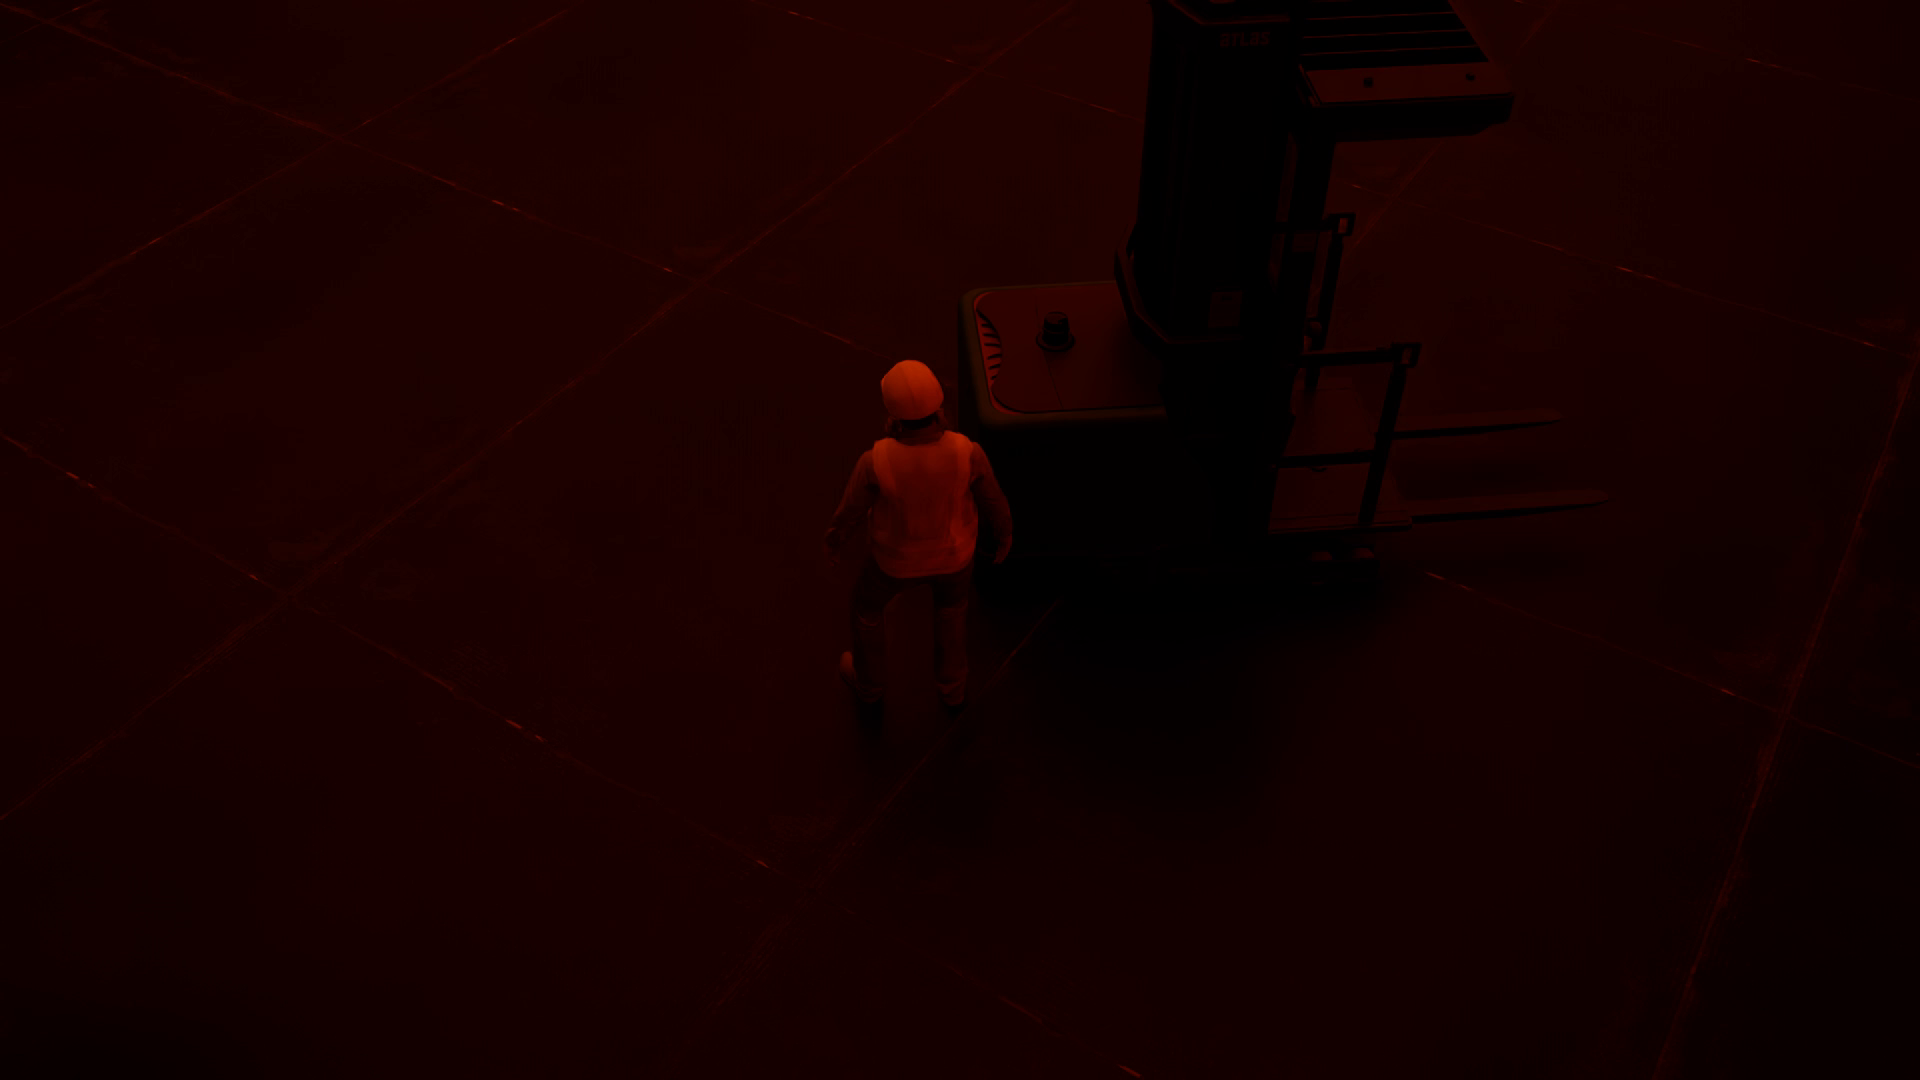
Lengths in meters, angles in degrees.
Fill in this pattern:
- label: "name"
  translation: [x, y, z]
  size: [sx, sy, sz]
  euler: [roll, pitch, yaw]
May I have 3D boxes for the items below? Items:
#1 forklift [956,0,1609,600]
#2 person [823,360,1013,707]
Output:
- label: "forklift"
  translation: [1.529, -1.213, 7.128]
  size: [3.031, 2.935, 1.130]
  euler: [-4, 44, -4]
- label: "person"
  translation: [-0.167, 0.000, 6.716]
  size: [0.769, 1.745, 0.409]
  euler: [-7, 44, -7]
